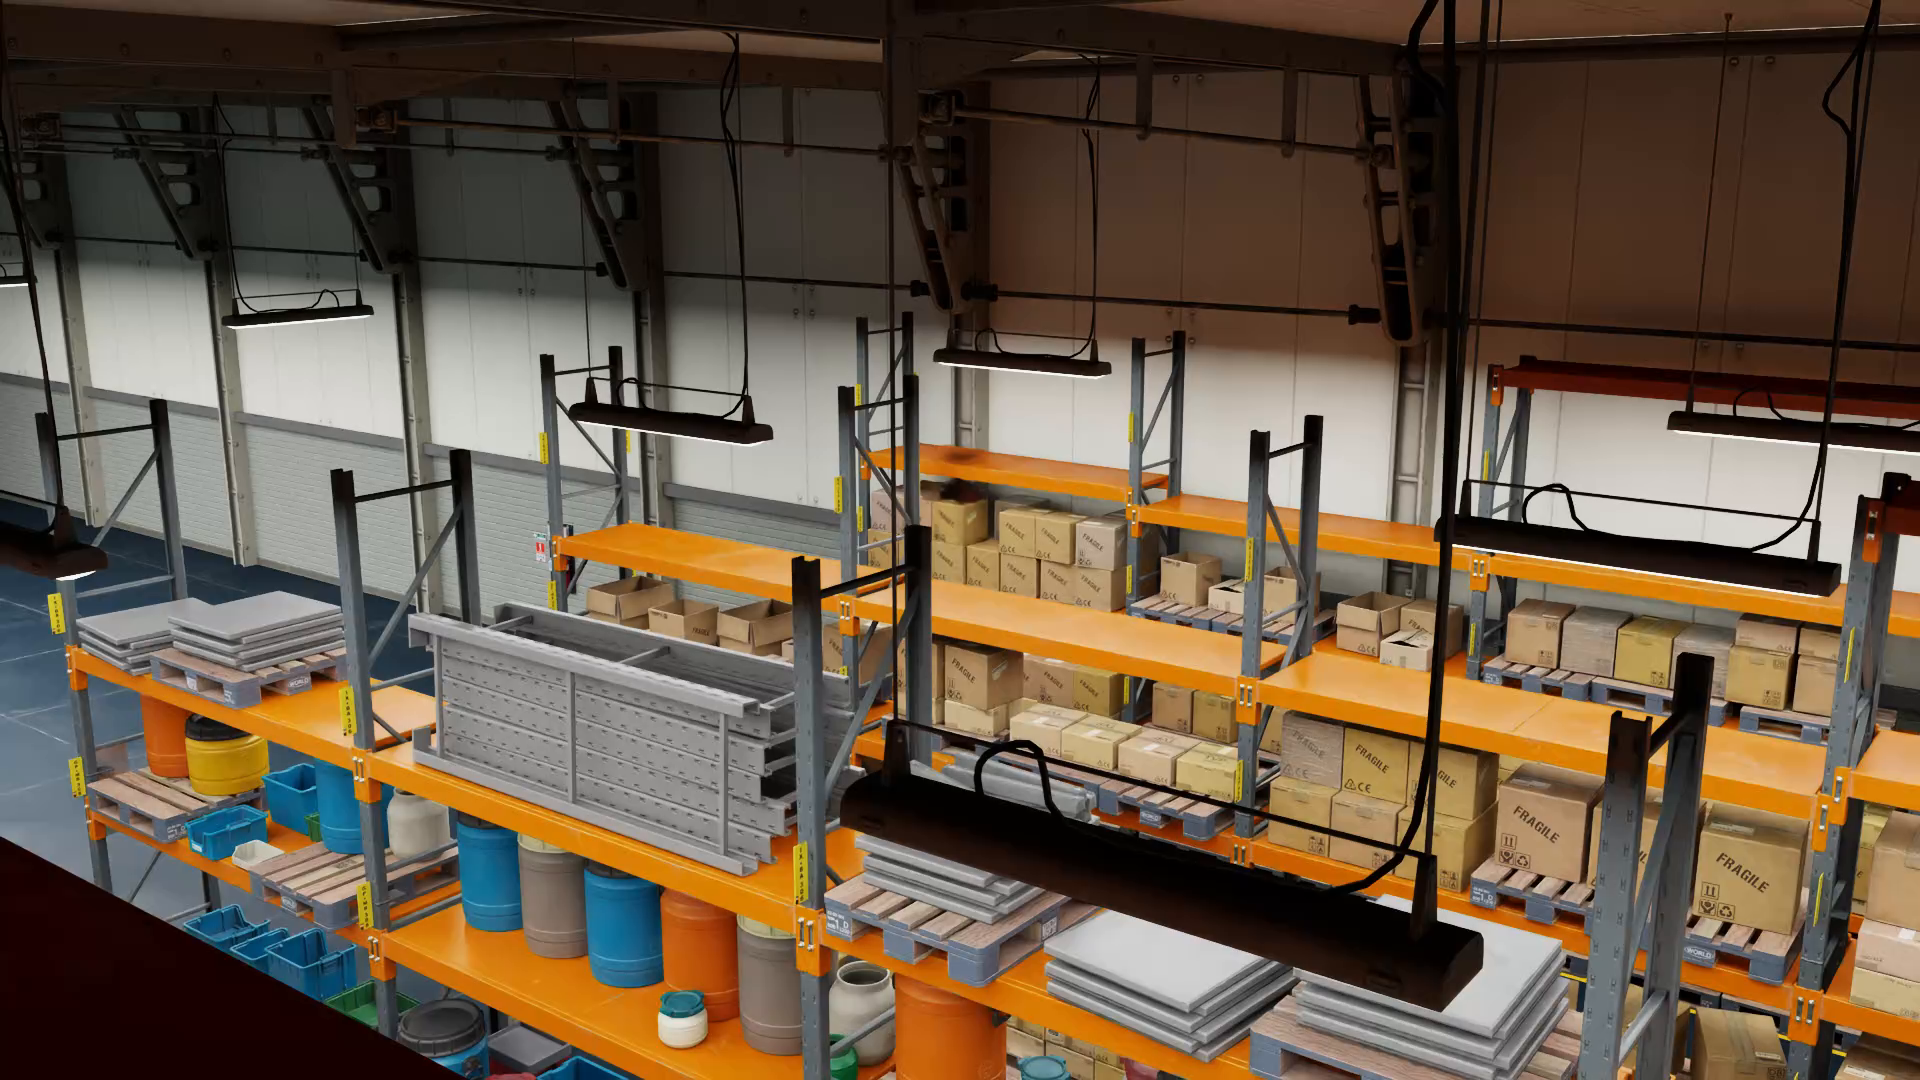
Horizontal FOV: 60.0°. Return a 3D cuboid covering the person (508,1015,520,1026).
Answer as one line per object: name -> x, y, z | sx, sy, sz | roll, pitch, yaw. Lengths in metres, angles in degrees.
person -> -3.977, 3.939, 14.615 | 0.417, 1.647, 0.942 | -11, 17, -41
